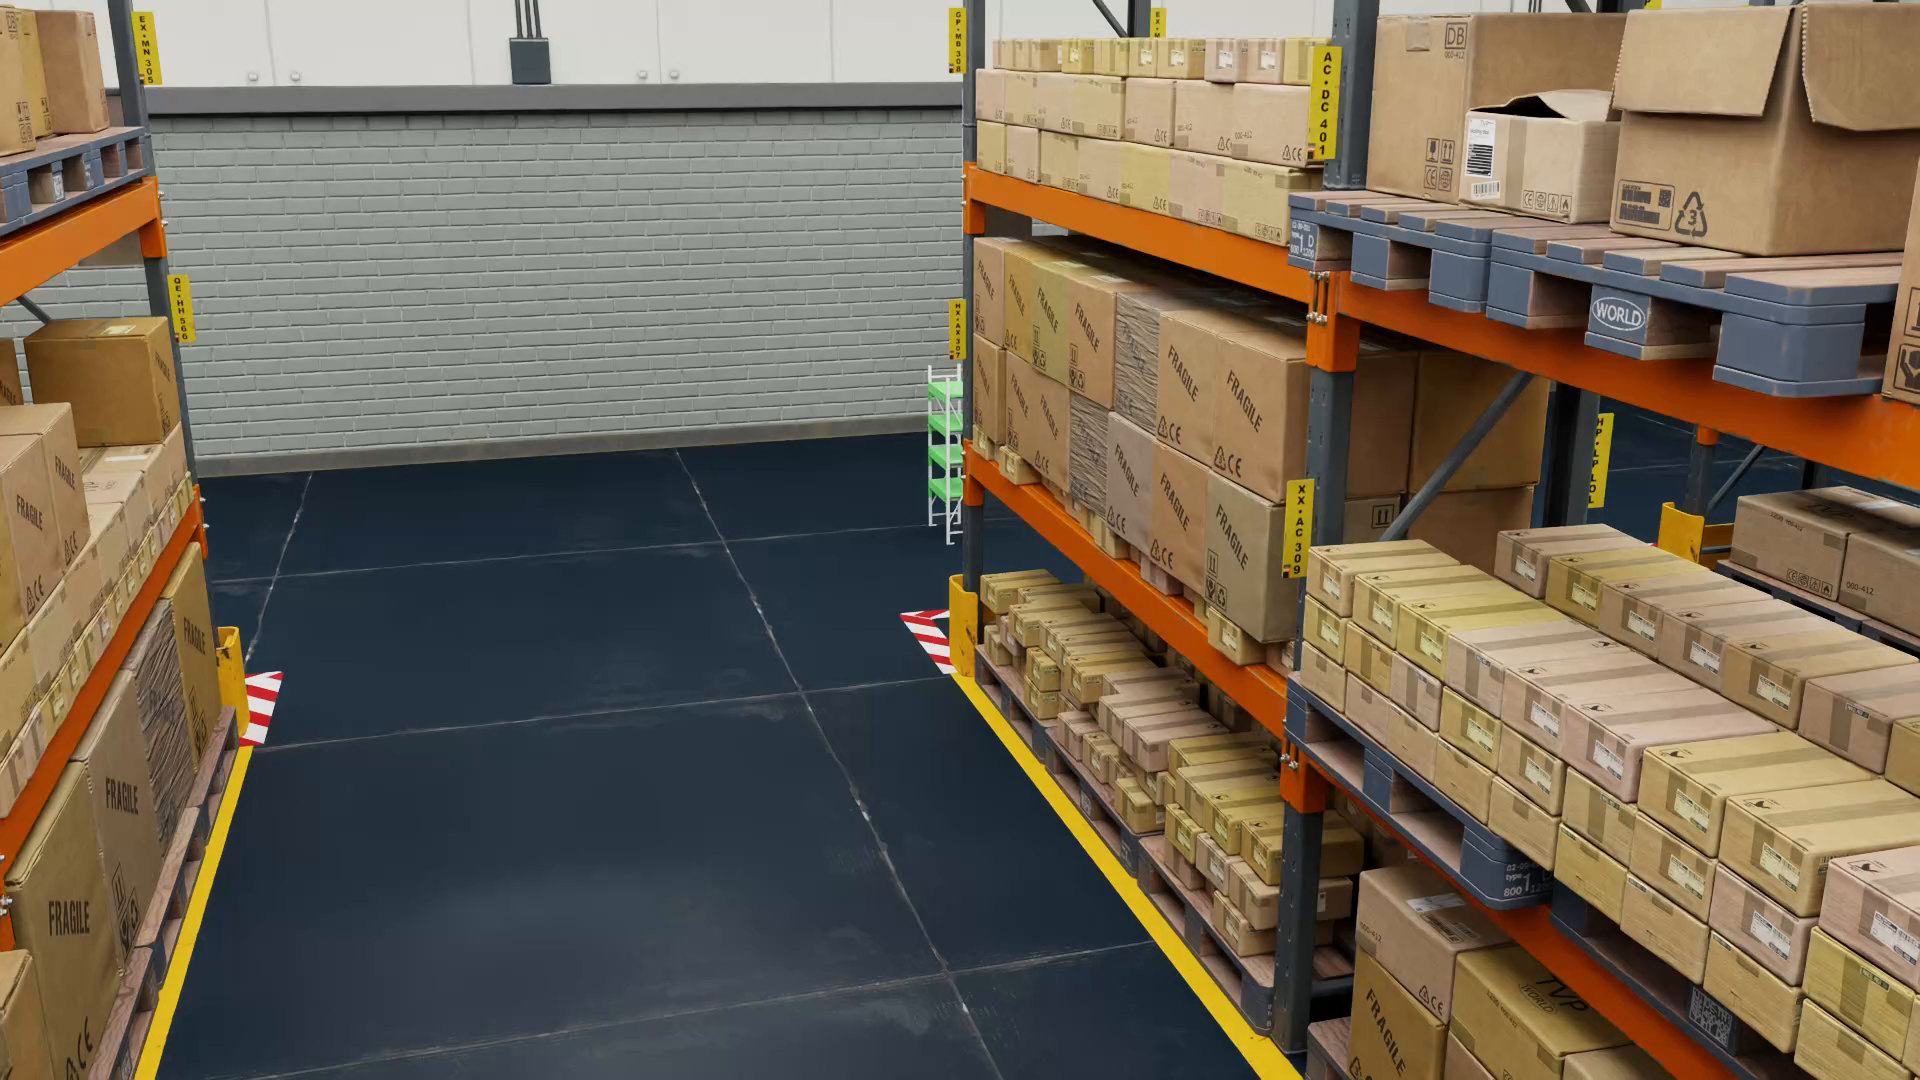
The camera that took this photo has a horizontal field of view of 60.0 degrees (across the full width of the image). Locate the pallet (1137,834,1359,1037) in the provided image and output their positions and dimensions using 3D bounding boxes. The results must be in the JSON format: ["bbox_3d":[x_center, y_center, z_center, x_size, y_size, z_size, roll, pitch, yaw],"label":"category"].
[{"bbox_3d":[1.393,1.486,6.637,1.003,0.211,1.213,-5,17,-15],"label":"pallet"}]

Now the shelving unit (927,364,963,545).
[{"bbox_3d":[-0.045,-0.620,11.932,0.258,1.200,0.503,-5,17,-15],"label":"shelving unit"}]

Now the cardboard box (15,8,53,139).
[{"bbox_3d":[-4.052,-1.837,6.562,0.700,0.500,0.500,-5,18,-17],"label":"cardboard box"}]

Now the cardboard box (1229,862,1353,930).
[{"bbox_3d":[1.219,1.294,6.140,0.380,0.149,0.250,-4,17,-14],"label":"cardboard box"}]

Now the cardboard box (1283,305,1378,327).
[{"bbox_3d":[1.564,-0.622,6.379,0.500,0.500,0.500,-5,18,-17],"label":"cardboard box"}]

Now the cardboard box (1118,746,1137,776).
[{"bbox_3d":[0.924,0.925,7.366,0.380,0.149,0.250,-6,18,-18],"label":"cardboard box"}]

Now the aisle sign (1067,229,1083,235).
[{"bbox_3d":[0.780,-2.062,9.082,0.394,0.787,0.004,-5,17,-15],"label":"aisle sign"}]

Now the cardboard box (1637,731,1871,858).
[{"bbox_3d":[1.711,0.545,3.595,0.380,0.149,0.250,-4,17,-14],"label":"cardboard box"}]

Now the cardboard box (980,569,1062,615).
[{"bbox_3d":[0.329,0.278,9.002,0.380,0.149,0.250,-6,18,-18],"label":"cardboard box"}]

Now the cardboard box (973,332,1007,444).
[{"bbox_3d":[0.370,-0.817,8.767,0.500,0.500,0.500,-4,17,-13],"label":"cardboard box"}]

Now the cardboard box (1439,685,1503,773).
[{"bbox_3d":[1.494,0.471,4.361,0.380,0.149,0.250,-5,18,-18],"label":"cardboard box"}]

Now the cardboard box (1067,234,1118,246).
[{"bbox_3d":[0.877,-1.335,8.753,0.500,0.500,0.500,-5,17,-16],"label":"cardboard box"}]

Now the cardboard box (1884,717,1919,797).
[{"bbox_3d":[2.342,0.499,3.751,0.380,0.149,0.250,-5,17,-16],"label":"cardboard box"}]

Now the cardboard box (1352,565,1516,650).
[{"bbox_3d":[1.360,0.190,4.778,0.380,0.149,0.250,-4,17,-14],"label":"cardboard box"}]

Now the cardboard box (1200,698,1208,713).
[{"bbox_3d":[1.283,0.731,8.014,0.380,0.149,0.250,-4,17,-12],"label":"cardboard box"}]

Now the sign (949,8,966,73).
[{"bbox_3d":[-0.010,-2.585,8.610,0.100,0.325,0.005,-5,17,-15],"label":"sign"}]

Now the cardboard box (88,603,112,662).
[{"bbox_3d":[-3.304,0.352,6.004,0.380,0.149,0.250,-4,17,-15],"label":"cardboard box"}]

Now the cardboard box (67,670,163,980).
[{"bbox_3d":[-3.537,1.077,6.117,0.875,0.875,0.875,-5,17,-15],"label":"cardboard box"}]

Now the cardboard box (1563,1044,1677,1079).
[{"bbox_3d":[1.845,1.485,4.108,0.500,0.250,0.500,-4,17,-13],"label":"cardboard box"}]

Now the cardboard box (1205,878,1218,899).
[{"bbox_3d":[1.185,1.338,6.509,0.380,0.149,0.250,-4,17,-14],"label":"cardboard box"}]

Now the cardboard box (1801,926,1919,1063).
[{"bbox_3d":[1.853,0.832,3.159,0.380,0.149,0.250,-5,17,-16],"label":"cardboard box"}]

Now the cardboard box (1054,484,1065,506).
[{"bbox_3d":[0.672,-0.253,8.018,0.380,0.149,0.250,-5,17,-16],"label":"cardboard box"}]

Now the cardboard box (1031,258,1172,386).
[{"bbox_3d":[0.646,-1.012,7.678,0.500,0.500,0.500,-5,17,-16],"label":"cardboard box"}]

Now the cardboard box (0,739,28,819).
[{"bbox_3d":[-2.947,0.710,4.810,0.380,0.149,0.250,-5,17,-15],"label":"cardboard box"}]

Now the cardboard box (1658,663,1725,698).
[{"bbox_3d":[2.129,0.422,4.523,0.380,0.149,0.250,-5,18,-17],"label":"cardboard box"}]

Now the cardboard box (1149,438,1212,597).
[{"bbox_3d":[1.065,-0.112,6.419,0.500,0.500,0.500,-5,17,-17],"label":"cardboard box"}]

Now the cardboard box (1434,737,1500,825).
[{"bbox_3d":[1.492,0.614,4.402,0.380,0.149,0.250,-5,17,-15],"label":"cardboard box"}]

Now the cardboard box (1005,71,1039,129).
[{"bbox_3d":[0.527,-2.091,7.875,0.500,0.250,0.500,-5,17,-16],"label":"cardboard box"}]

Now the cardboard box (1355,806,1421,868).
[{"bbox_3d":[1.716,1.101,6.263,0.380,0.149,0.250,-4,17,-13],"label":"cardboard box"}]

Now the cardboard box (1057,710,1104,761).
[{"bbox_3d":[0.685,0.914,7.920,0.380,0.149,0.250,-6,18,-18],"label":"cardboard box"}]

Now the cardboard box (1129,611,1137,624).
[{"bbox_3d":[1.108,0.369,8.702,0.380,0.149,0.250,-5,17,-16],"label":"cardboard box"}]

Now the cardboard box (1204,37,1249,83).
[{"bbox_3d":[1.072,-1.663,5.758,0.380,0.149,0.250,-5,17,-15],"label":"cardboard box"}]

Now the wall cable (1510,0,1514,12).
[{"bbox_3d":[4.133,-5.675,15.202,2.355,3.000,0.029,-5,17,-15],"label":"wall cable"}]

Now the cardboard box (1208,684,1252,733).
[{"bbox_3d":[1.341,0.738,7.471,0.380,0.149,0.250,-5,18,-18],"label":"cardboard box"}]

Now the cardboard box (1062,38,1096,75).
[{"bbox_3d":[0.659,-2.097,7.203,0.380,0.149,0.250,-4,17,-14],"label":"cardboard box"}]

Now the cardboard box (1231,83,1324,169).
[{"bbox_3d":[1.240,-1.378,5.503,0.500,0.250,0.500,-6,18,-18],"label":"cardboard box"}]

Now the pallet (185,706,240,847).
[{"bbox_3d":[-3.990,1.142,7.783,1.003,0.211,1.213,-5,17,-15],"label":"pallet"}]

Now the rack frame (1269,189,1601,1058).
[{"bbox_3d":[1.611,0.334,5.627,1.000,3.000,0.127,-5,17,-15],"label":"rack frame"}]

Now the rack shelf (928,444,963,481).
[{"bbox_3d":[-0.045,-0.559,11.950,0.258,0.148,0.480,-5,17,-15],"label":"rack shelf"}]

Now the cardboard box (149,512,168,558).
[{"bbox_3d":[-3.661,-0.005,7.191,0.380,0.149,0.250,-4,17,-14],"label":"cardboard box"}]

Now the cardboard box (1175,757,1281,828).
[{"bbox_3d":[1.080,0.999,6.602,0.380,0.149,0.250,-5,17,-16],"label":"cardboard box"}]

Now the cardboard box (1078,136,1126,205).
[{"bbox_3d":[0.815,-1.562,6.984,0.500,0.250,0.500,-5,17,-16],"label":"cardboard box"}]

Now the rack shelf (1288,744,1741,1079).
[{"bbox_3d":[2.161,1.232,3.889,1.077,0.370,4.000,-5,17,-15],"label":"rack shelf"}]

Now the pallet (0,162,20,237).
[{"bbox_3d":[-3.400,-0.923,4.752,1.003,0.211,1.213,-5,17,-15],"label":"pallet"}]

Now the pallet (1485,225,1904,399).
[{"bbox_3d":[1.966,-0.547,3.671,1.213,0.211,1.003,-5,17,-15],"label":"pallet"}]

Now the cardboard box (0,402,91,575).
[{"bbox_3d":[-3.347,-0.165,5.727,0.500,0.500,0.500,-5,18,-17],"label":"cardboard box"}]

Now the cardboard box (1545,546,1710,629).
[{"bbox_3d":[1.984,0.138,4.951,0.380,0.149,0.250,-5,17,-17],"label":"cardboard box"}]

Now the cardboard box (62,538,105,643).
[{"bbox_3d":[-3.342,0.196,5.829,0.500,0.250,0.500,-4,17,-14],"label":"cardboard box"}]

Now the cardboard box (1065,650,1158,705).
[{"bbox_3d":[0.710,0.641,7.796,0.380,0.149,0.250,-4,17,-14],"label":"cardboard box"}]

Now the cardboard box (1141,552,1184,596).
[{"bbox_3d":[0.966,0.106,6.821,0.380,0.149,0.250,-5,18,-18],"label":"cardboard box"}]

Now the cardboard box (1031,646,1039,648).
[{"bbox_3d":[0.582,0.555,8.598,0.380,0.149,0.250,-4,17,-15],"label":"cardboard box"}]

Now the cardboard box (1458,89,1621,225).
[{"bbox_3d":[1.651,-1.001,4.282,0.500,0.311,0.500,-5,17,-16],"label":"cardboard box"}]

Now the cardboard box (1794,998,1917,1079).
[{"bbox_3d":[1.855,0.976,3.196,0.380,0.149,0.250,-5,18,-18],"label":"cardboard box"}]

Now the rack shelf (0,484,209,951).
[{"bbox_3d":[-3.735,0.489,6.359,1.077,0.370,4.000,-5,17,-15],"label":"rack shelf"}]
